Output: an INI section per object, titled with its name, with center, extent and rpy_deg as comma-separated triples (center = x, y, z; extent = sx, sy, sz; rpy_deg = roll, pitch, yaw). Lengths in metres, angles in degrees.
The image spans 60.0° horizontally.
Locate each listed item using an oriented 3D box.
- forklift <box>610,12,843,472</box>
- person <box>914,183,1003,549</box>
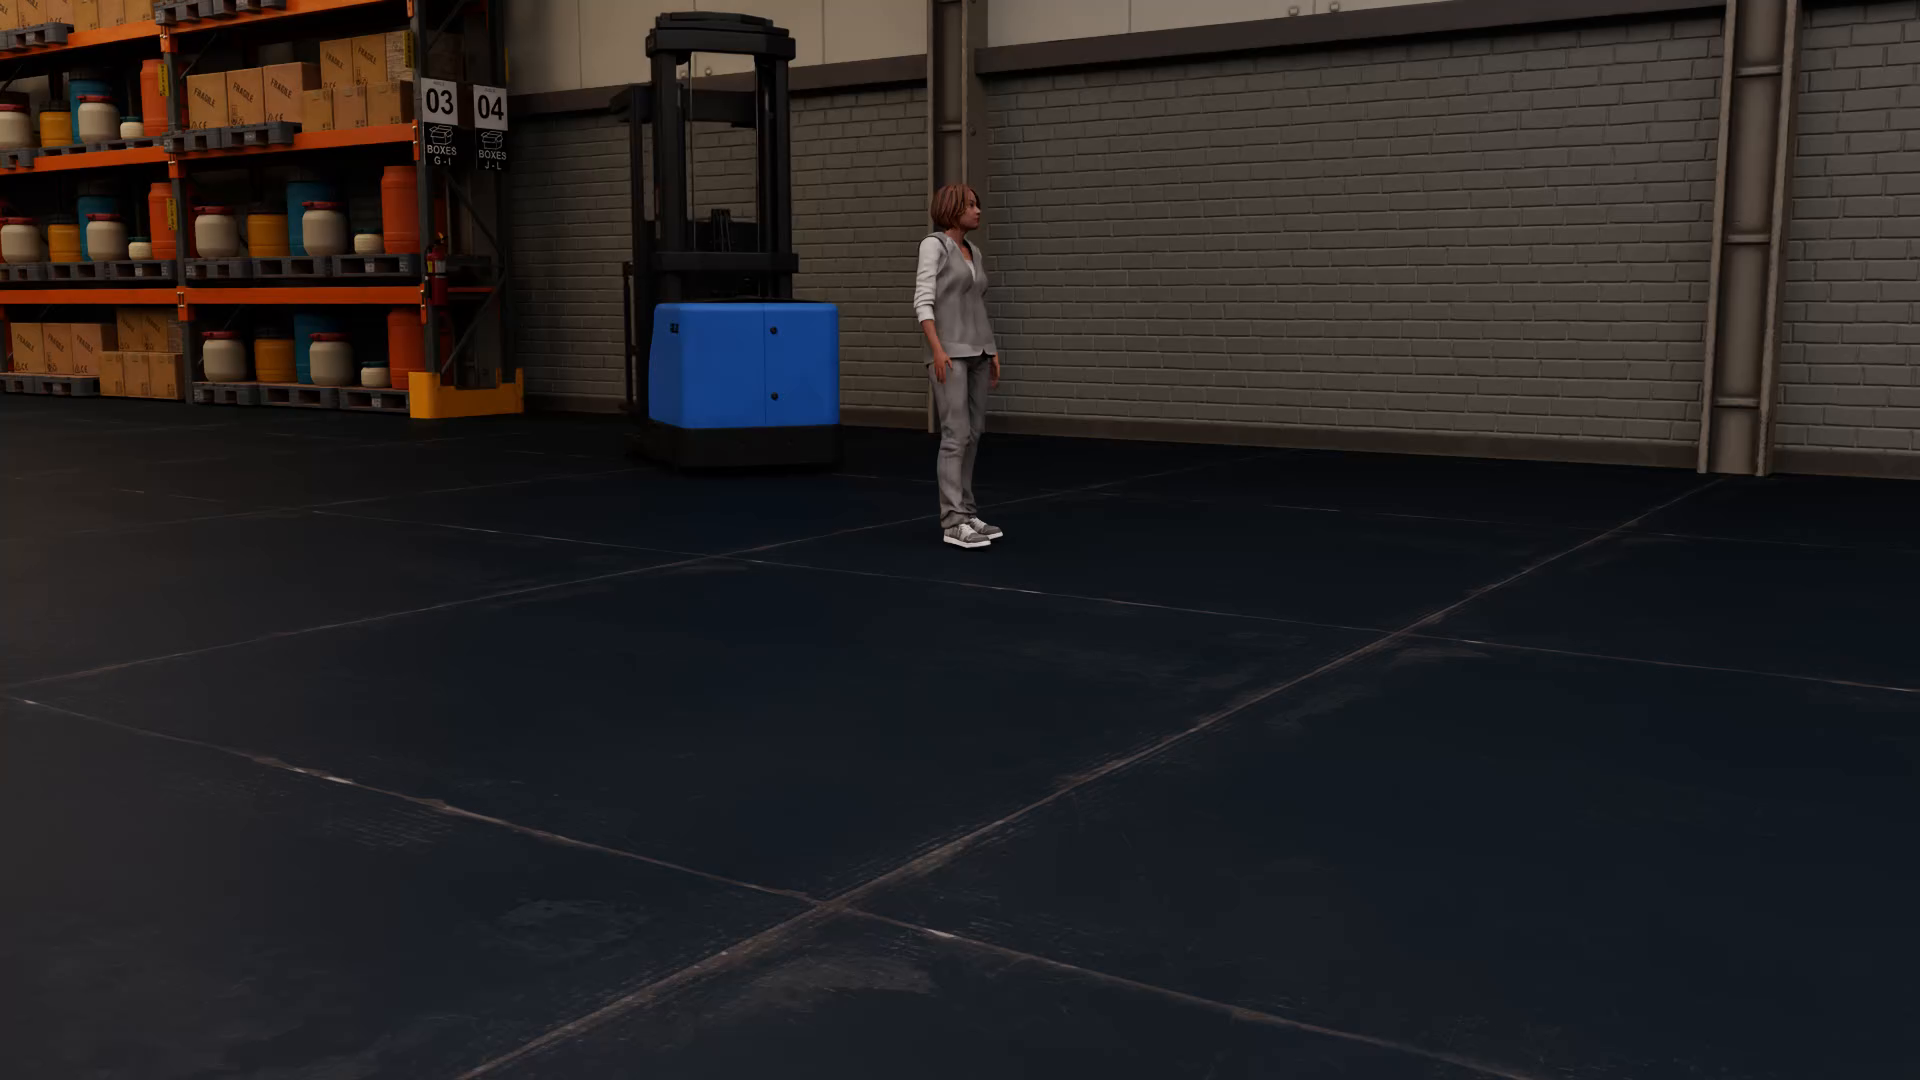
[forklift]
center = -1.779, -2.043, 11.563
extent = 1.130, 2.935, 3.031
rpy_deg = -3, 9, -22
[person]
center = 0.053, -0.791, 7.438
extent = 0.475, 1.597, 0.520
rpy_deg = 5, 10, 34
